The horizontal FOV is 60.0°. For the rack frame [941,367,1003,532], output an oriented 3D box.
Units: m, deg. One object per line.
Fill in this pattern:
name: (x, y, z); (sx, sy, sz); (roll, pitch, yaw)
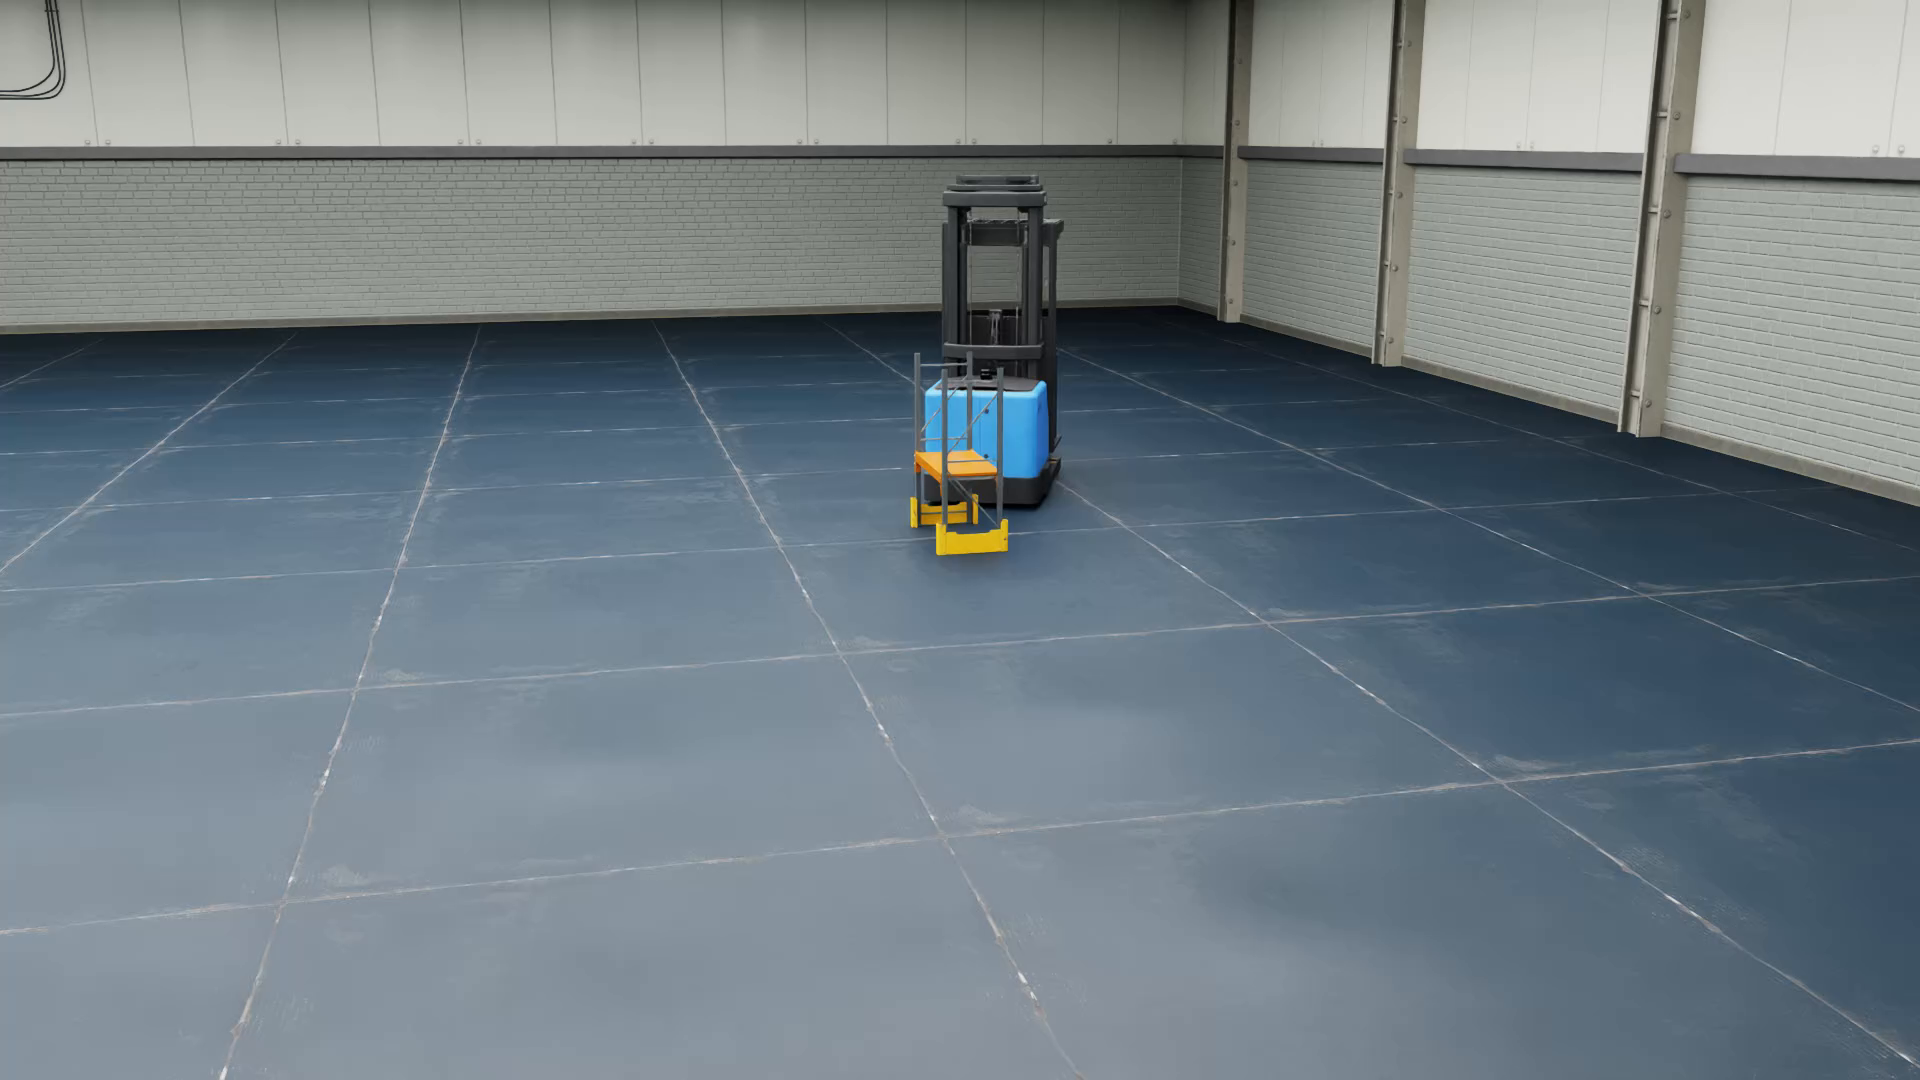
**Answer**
rack frame: (0.099, -0.631, 13.350); (0.500, 1.500, 0.032); (-3, 14, -13)

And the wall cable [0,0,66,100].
wall cable: (-15.904, -9.519, 26.765); (2.305, 6.003, 0.169); (-3, 14, -13)

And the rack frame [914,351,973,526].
rack frame: (-0.139, -0.866, 14.310); (0.500, 1.500, 0.032); (-3, 14, -13)

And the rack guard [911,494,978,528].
rack guard: (-0.135, -0.254, 14.440); (0.587, 0.250, 0.087); (-3, 14, -13)

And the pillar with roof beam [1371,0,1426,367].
pillar with roof beam: (2.114, -6.720, 22.473); (9.100, 9.000, 0.400); (-3, 14, -13)

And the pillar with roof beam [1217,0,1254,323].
pillar with roof beam: (0.705, -8.104, 28.139); (9.100, 9.000, 0.400); (-3, 14, -13)

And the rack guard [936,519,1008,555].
rack guard: (0.099, -0.024, 13.499); (0.587, 0.250, 0.087); (-3, 14, -13)

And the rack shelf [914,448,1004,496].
rack shelf: (-0.020, -0.574, 13.872); (0.538, 0.185, 1.000); (-3, 14, -13)

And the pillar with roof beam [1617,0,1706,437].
pillar with roof beam: (3.523, -5.336, 16.808); (9.100, 9.000, 0.400); (-3, 14, -13)

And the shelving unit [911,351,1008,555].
shelving unit: (-0.018, -0.746, 13.821); (0.587, 1.500, 1.083); (-3, 14, -13)

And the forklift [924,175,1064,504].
forklift: (0.410, -2.044, 16.120); (1.130, 2.935, 3.031); (2, 14, 9)
